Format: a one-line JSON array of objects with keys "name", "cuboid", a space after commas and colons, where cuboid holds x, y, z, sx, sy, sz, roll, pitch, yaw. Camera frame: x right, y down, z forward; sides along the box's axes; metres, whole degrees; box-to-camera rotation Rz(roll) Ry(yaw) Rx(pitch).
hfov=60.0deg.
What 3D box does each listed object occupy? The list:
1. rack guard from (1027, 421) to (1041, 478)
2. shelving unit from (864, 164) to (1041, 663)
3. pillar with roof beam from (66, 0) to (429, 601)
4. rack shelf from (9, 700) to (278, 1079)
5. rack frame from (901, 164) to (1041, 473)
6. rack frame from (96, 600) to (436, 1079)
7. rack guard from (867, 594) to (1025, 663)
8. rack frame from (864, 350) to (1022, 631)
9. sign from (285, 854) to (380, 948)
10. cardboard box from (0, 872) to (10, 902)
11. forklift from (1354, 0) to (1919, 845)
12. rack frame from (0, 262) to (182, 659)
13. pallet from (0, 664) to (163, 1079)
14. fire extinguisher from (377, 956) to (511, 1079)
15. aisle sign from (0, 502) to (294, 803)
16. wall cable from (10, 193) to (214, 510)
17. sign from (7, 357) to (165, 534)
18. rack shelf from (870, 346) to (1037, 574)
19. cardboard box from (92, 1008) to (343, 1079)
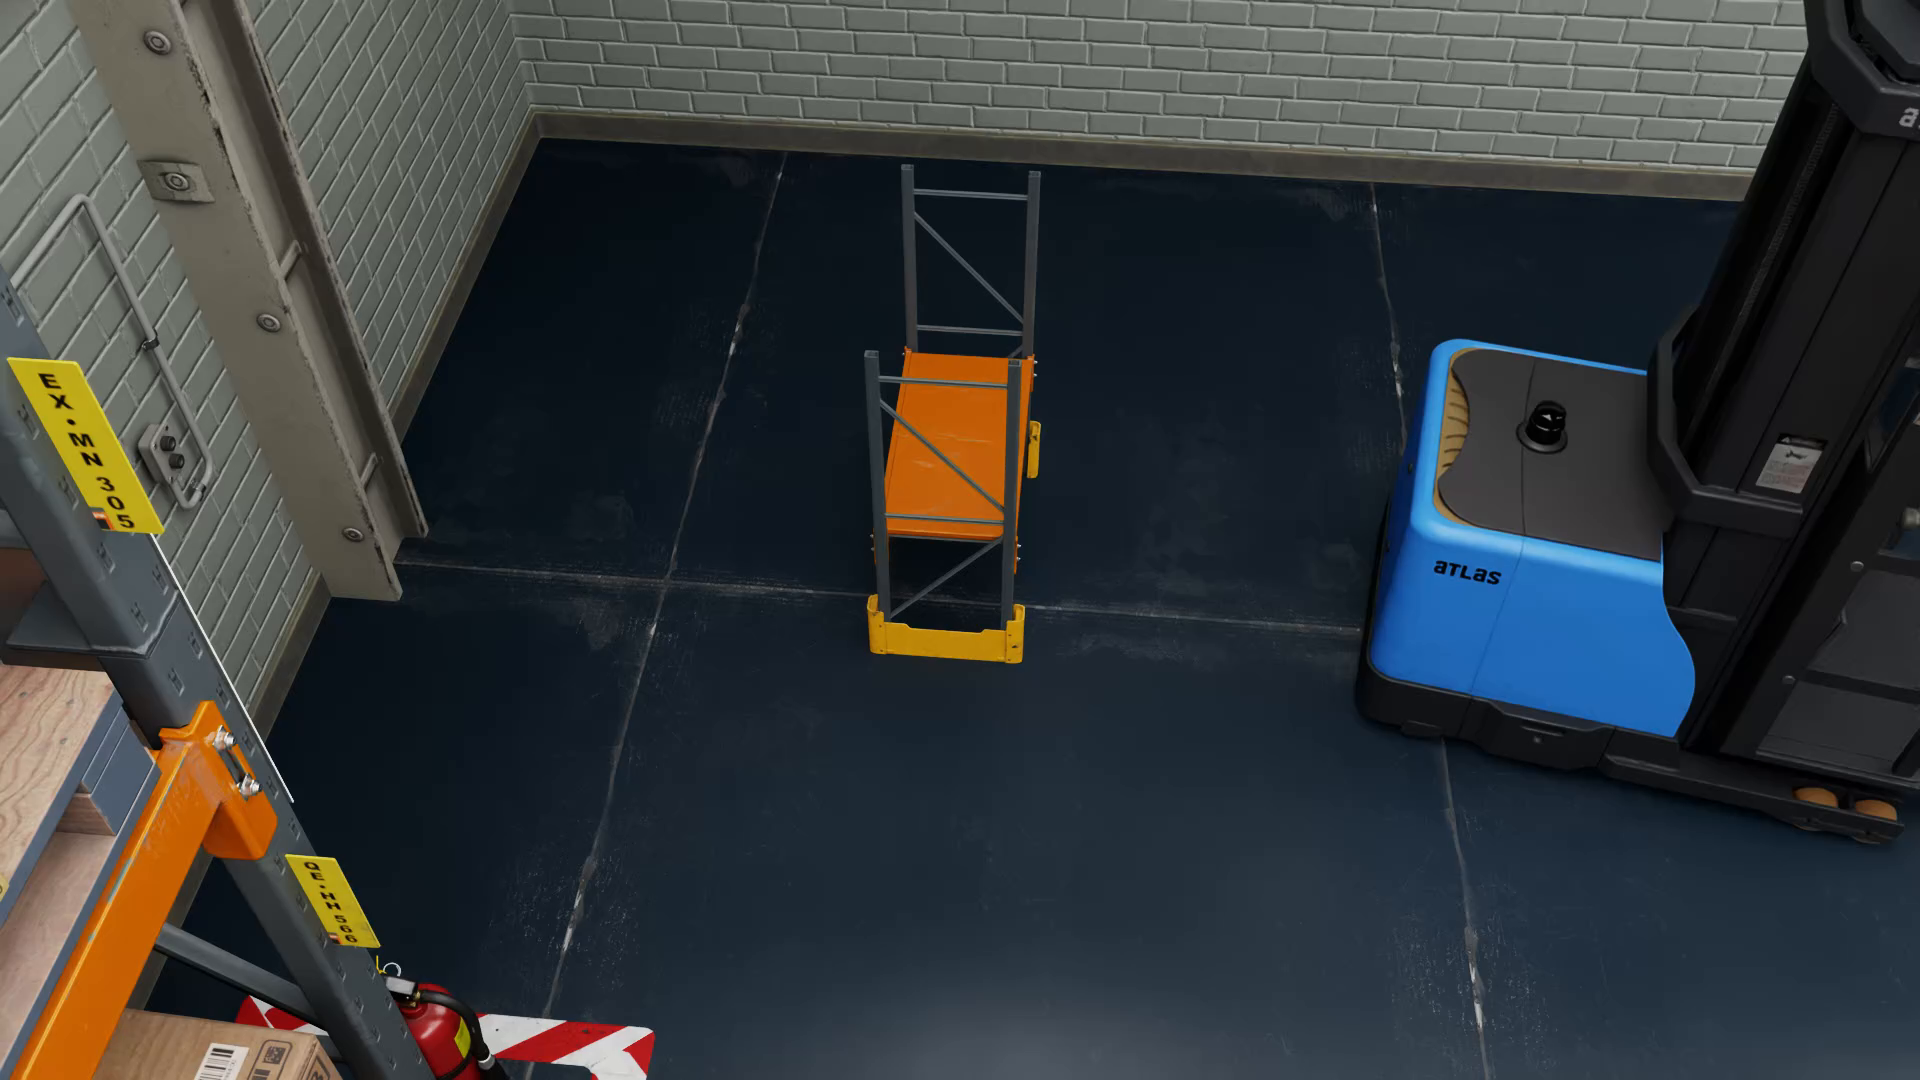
[{"name": "rack guard", "cuboid": [0.038, -0.394, 6.967, 0.587, 0.250, 0.087, 4, 48, 4]}, {"name": "shelving unit", "cuboid": [-0.007, -0.450, 6.171, 0.587, 1.500, 1.083, 4, 48, 4]}, {"name": "pillar with roof beam", "cuboid": [1.939, -2.663, 3.113, 9.100, 9.000, 0.400, 4, 48, 4]}, {"name": "rack shelf", "cuboid": [-1.916, 1.815, 1.538, 1.077, 0.370, 4.000, 4, 48, 4]}, {"name": "rack frame", "cuboid": [0.039, -0.817, 6.507, 0.500, 1.500, 0.032, 4, 48, 4]}, {"name": "rack frame", "cuboid": [-1.733, 1.115, 3.724, 1.000, 3.000, 0.127, 4, 48, 4]}, {"name": "rack guard", "cuboid": [-0.052, 0.338, 6.298, 0.587, 0.250, 0.087, 4, 48, 4]}, {"name": "rack frame", "cuboid": [-0.054, -0.070, 5.824, 0.500, 1.500, 0.032, 4, 48, 4]}, {"name": "sign", "cuboid": [-1.194, 0.691, 3.166, 0.100, 0.325, 0.005, 4, 48, 4]}, {"name": "cardboard box", "cuboid": [-1.536, 0.534, 1.972, 0.500, 0.250, 0.500, 5, 48, 5]}, {"name": "forklift", "cuboid": [3.033, -0.369, 5.128, 3.031, 2.935, 1.130, 12, 49, 11]}, {"name": "rack frame", "cuboid": [-1.733, -0.910, 1.510, 1.000, 3.000, 0.127, 4, 48, 4]}, {"name": "pallet", "cuboid": [-1.790, 0.678, 2.150, 1.003, 0.211, 1.213, 4, 48, 4]}, {"name": "fire extinguisher", "cuboid": [-1.260, 1.187, 3.963, 0.296, 0.674, 0.183, 4, 48, 4]}, {"name": "aisle sign", "cuboid": [-1.428, 0.205, 2.794, 0.394, 0.787, 0.004, 4, 48, 4]}, {"name": "wall cable", "cuboid": [-2.559, -0.233, 4.267, 0.084, 1.984, 1.851, 4, 48, 4]}, {"name": "sign", "cuboid": [-1.194, -0.123, 2.276, 0.100, 0.325, 0.005, 4, 48, 4]}, {"name": "rack shelf", "cuboid": [-0.008, -0.322, 6.298, 0.538, 0.185, 1.000, 4, 48, 4]}, {"name": "cardboard box", "cuboid": [-1.770, 1.389, 3.269, 0.980, 0.700, 0.700, 6, 48, 5]}]
